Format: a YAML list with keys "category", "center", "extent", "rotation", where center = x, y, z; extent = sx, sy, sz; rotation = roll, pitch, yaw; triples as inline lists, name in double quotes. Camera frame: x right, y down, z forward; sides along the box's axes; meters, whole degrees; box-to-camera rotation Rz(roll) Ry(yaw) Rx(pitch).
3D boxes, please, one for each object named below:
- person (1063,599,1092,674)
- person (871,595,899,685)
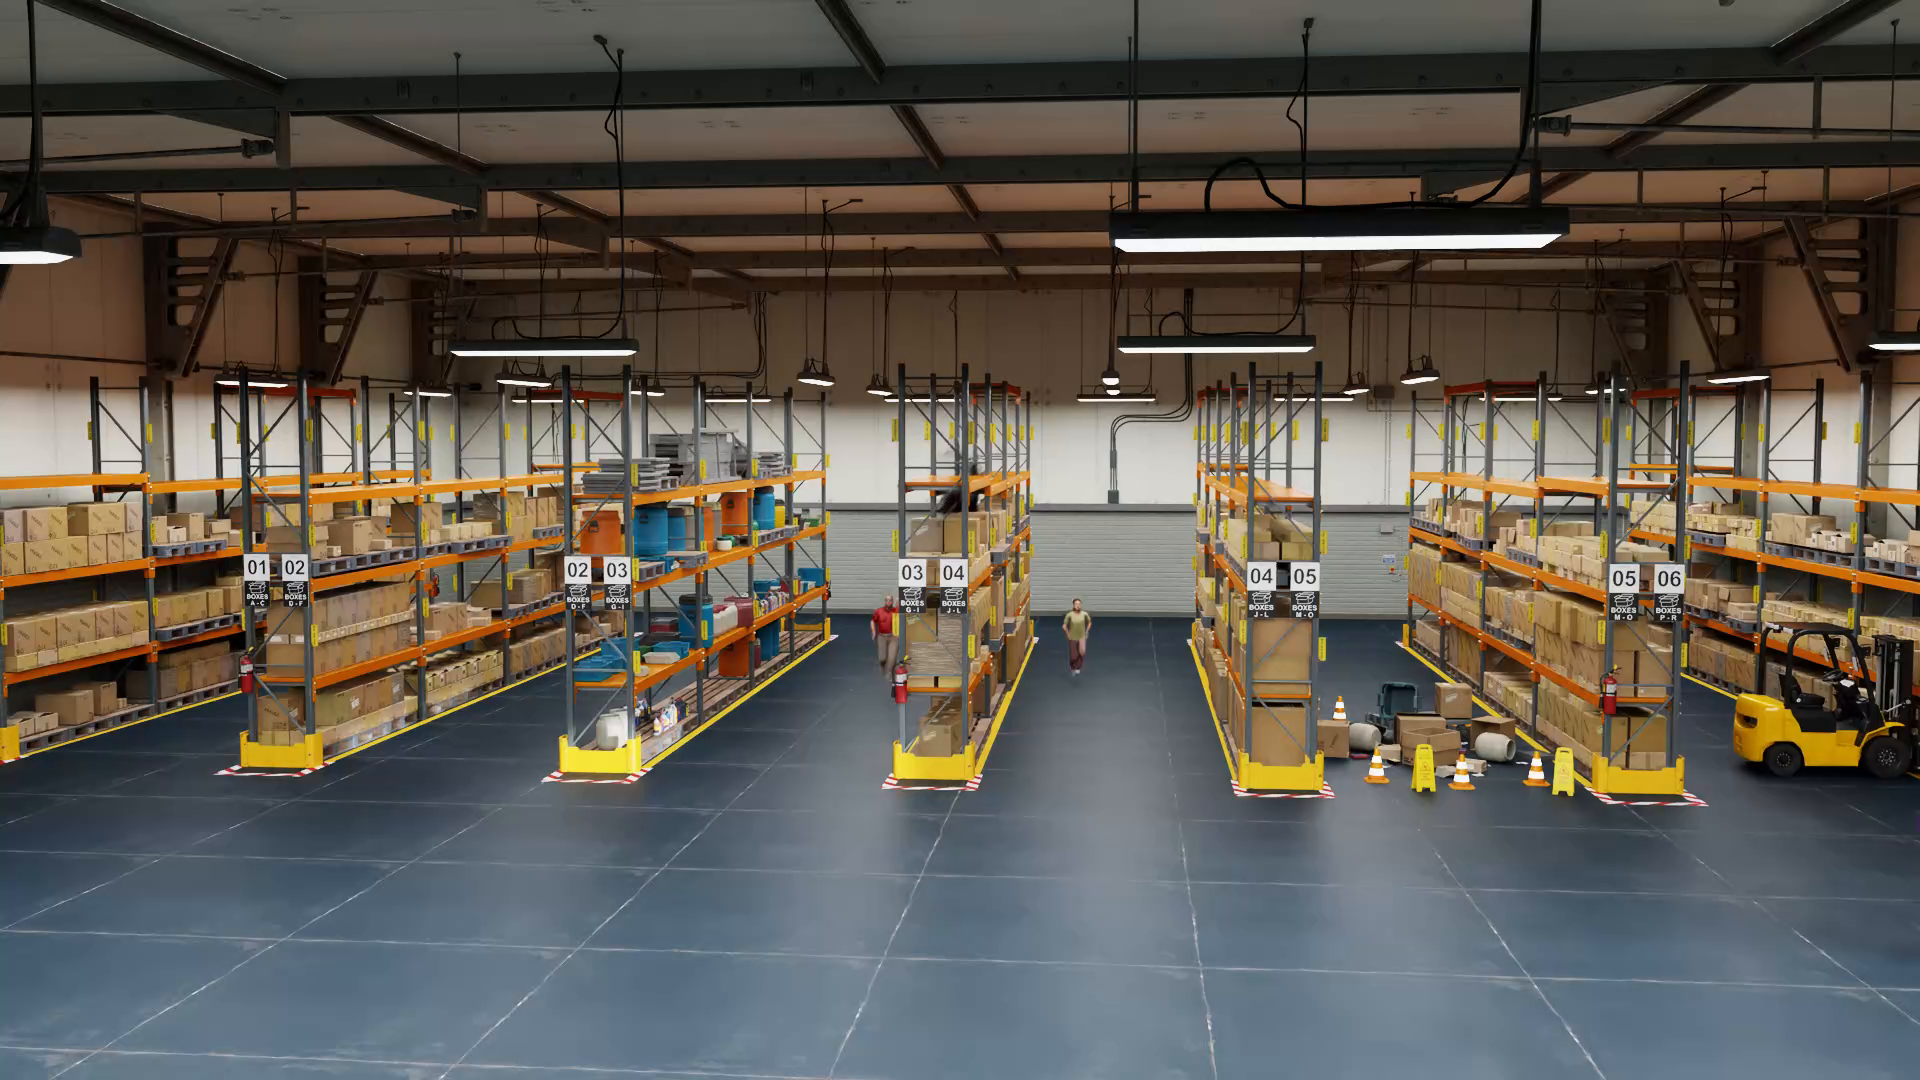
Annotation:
- category: "person"
  center: [2.327, 1.899, 32.882]
  extent: [0.579, 1.491, 0.799]
  rotation: [0, 4, -2]
- category: "person"
  center: [-1.342, 1.867, 31.241]
  extent: [0.667, 1.679, 0.598]
  rotation: [0, 4, -2]
